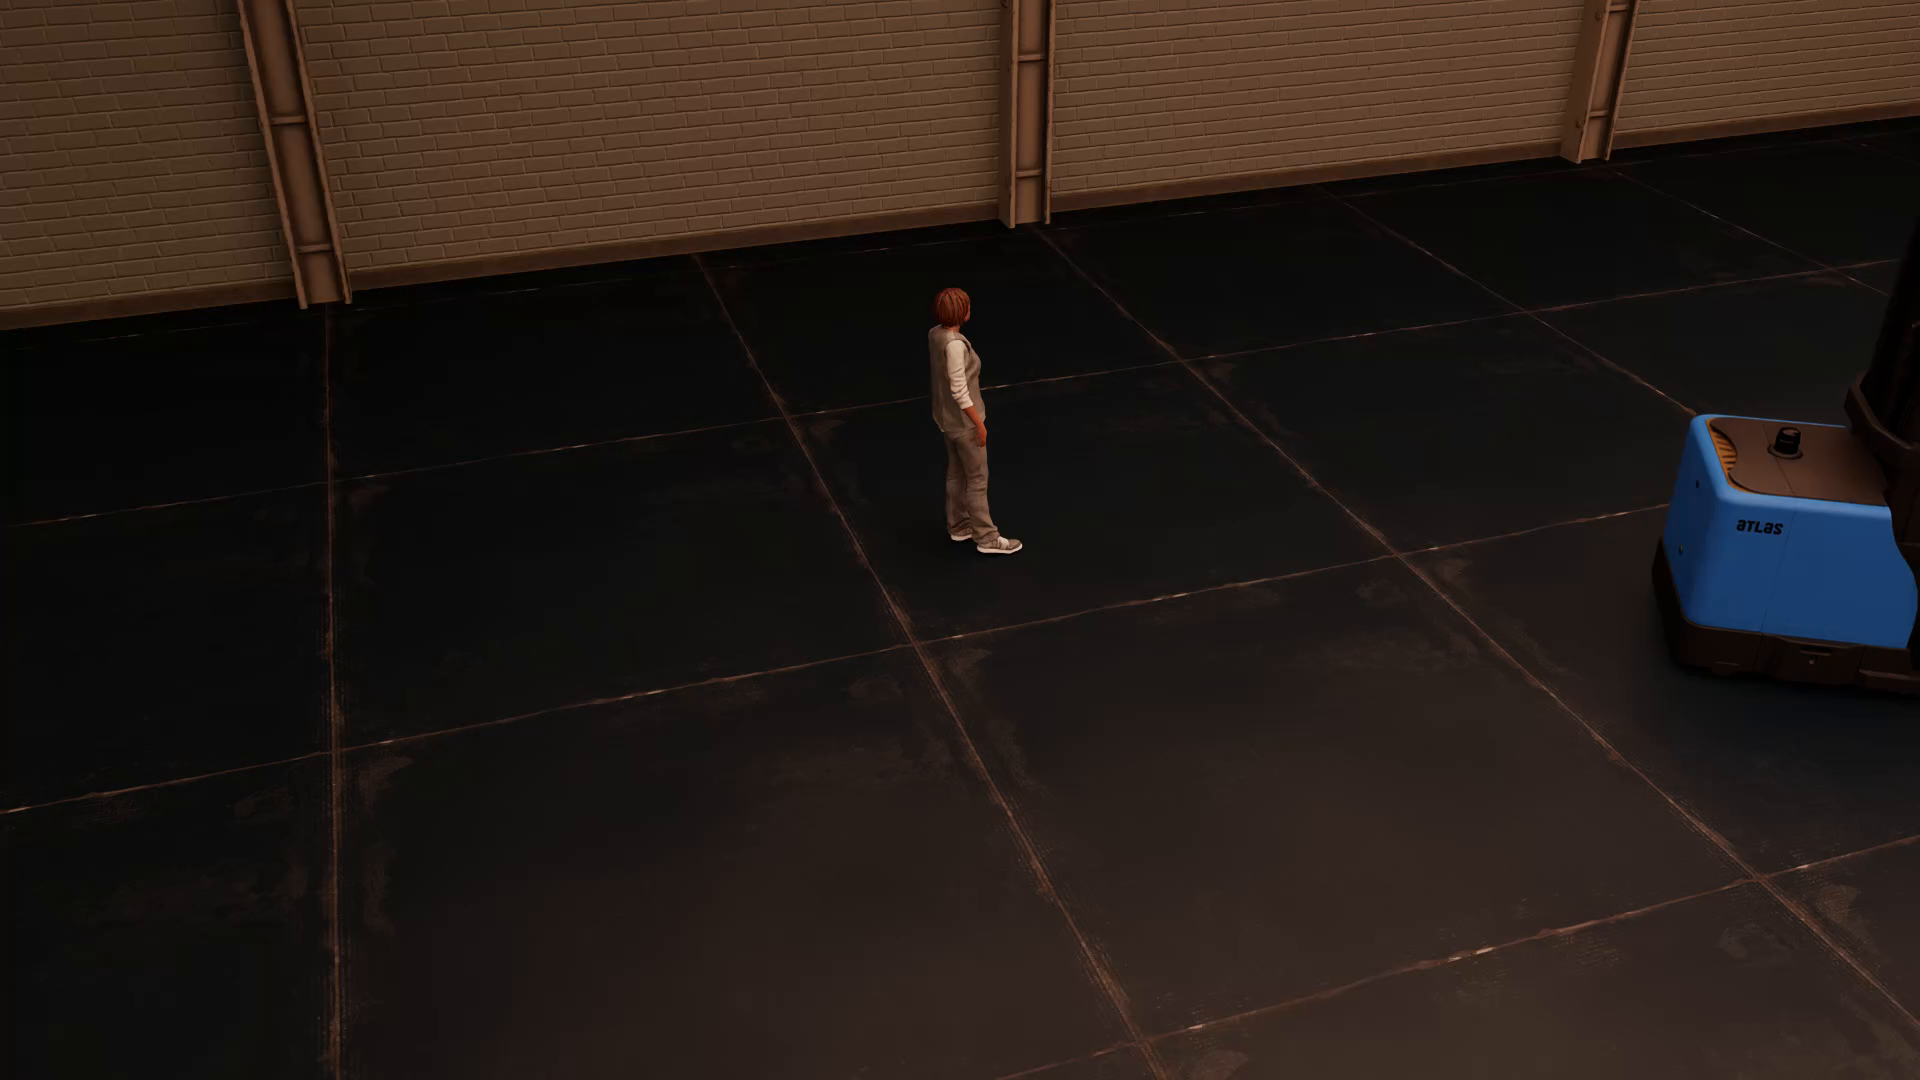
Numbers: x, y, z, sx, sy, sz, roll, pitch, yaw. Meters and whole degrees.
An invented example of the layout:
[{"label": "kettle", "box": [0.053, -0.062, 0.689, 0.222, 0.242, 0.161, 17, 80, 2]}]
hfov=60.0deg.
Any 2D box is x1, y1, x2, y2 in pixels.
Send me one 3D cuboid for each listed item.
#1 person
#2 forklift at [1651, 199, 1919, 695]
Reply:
[{"label": "person", "box": [0.074, -0.704, 9.633, 0.475, 1.597, 0.520, -10, 31, -16]}, {"label": "forklift", "box": [5.355, -0.645, 8.208, 3.031, 2.935, 1.130, 6, 31, 11]}]
